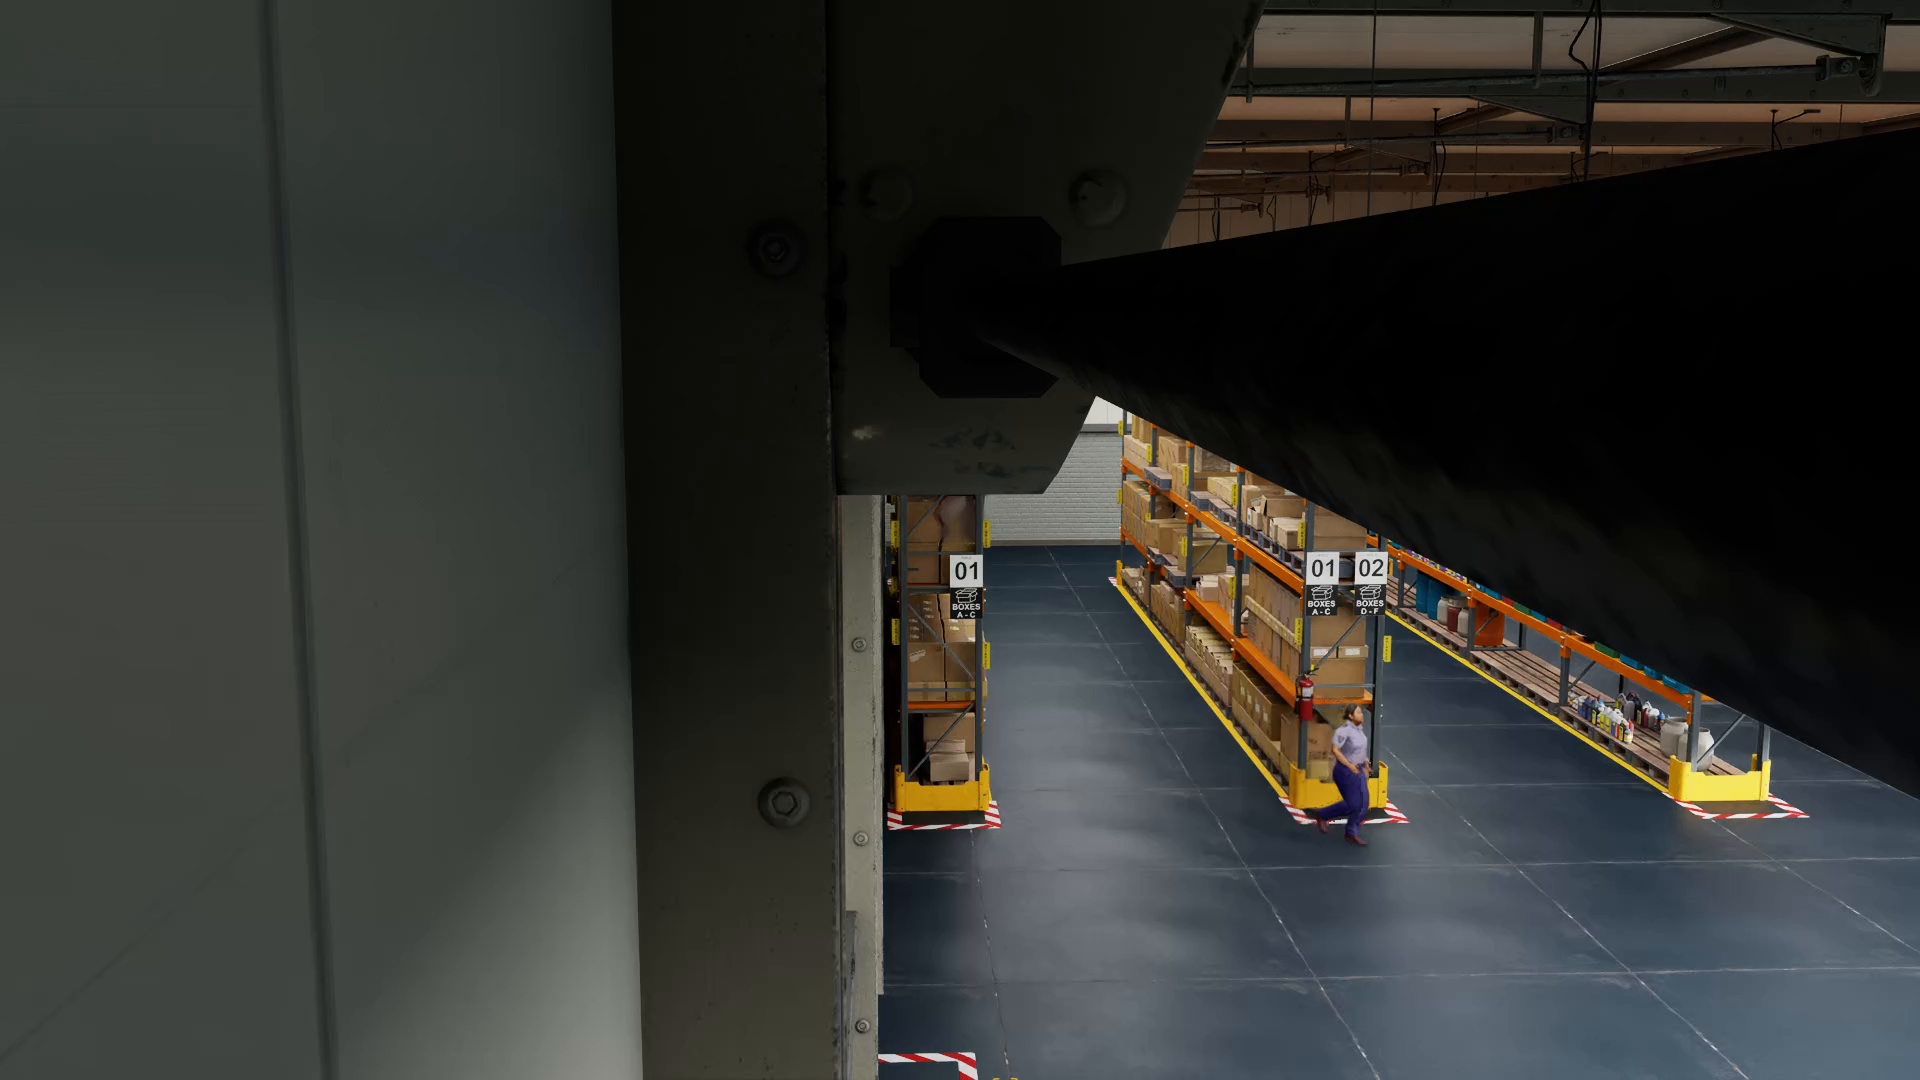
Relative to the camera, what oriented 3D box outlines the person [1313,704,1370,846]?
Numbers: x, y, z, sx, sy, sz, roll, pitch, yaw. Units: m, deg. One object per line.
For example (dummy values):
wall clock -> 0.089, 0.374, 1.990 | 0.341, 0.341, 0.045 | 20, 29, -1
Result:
person -> 4.519, 2.716, 19.402 | 0.630, 1.620, 0.622 | 6, 10, 34
